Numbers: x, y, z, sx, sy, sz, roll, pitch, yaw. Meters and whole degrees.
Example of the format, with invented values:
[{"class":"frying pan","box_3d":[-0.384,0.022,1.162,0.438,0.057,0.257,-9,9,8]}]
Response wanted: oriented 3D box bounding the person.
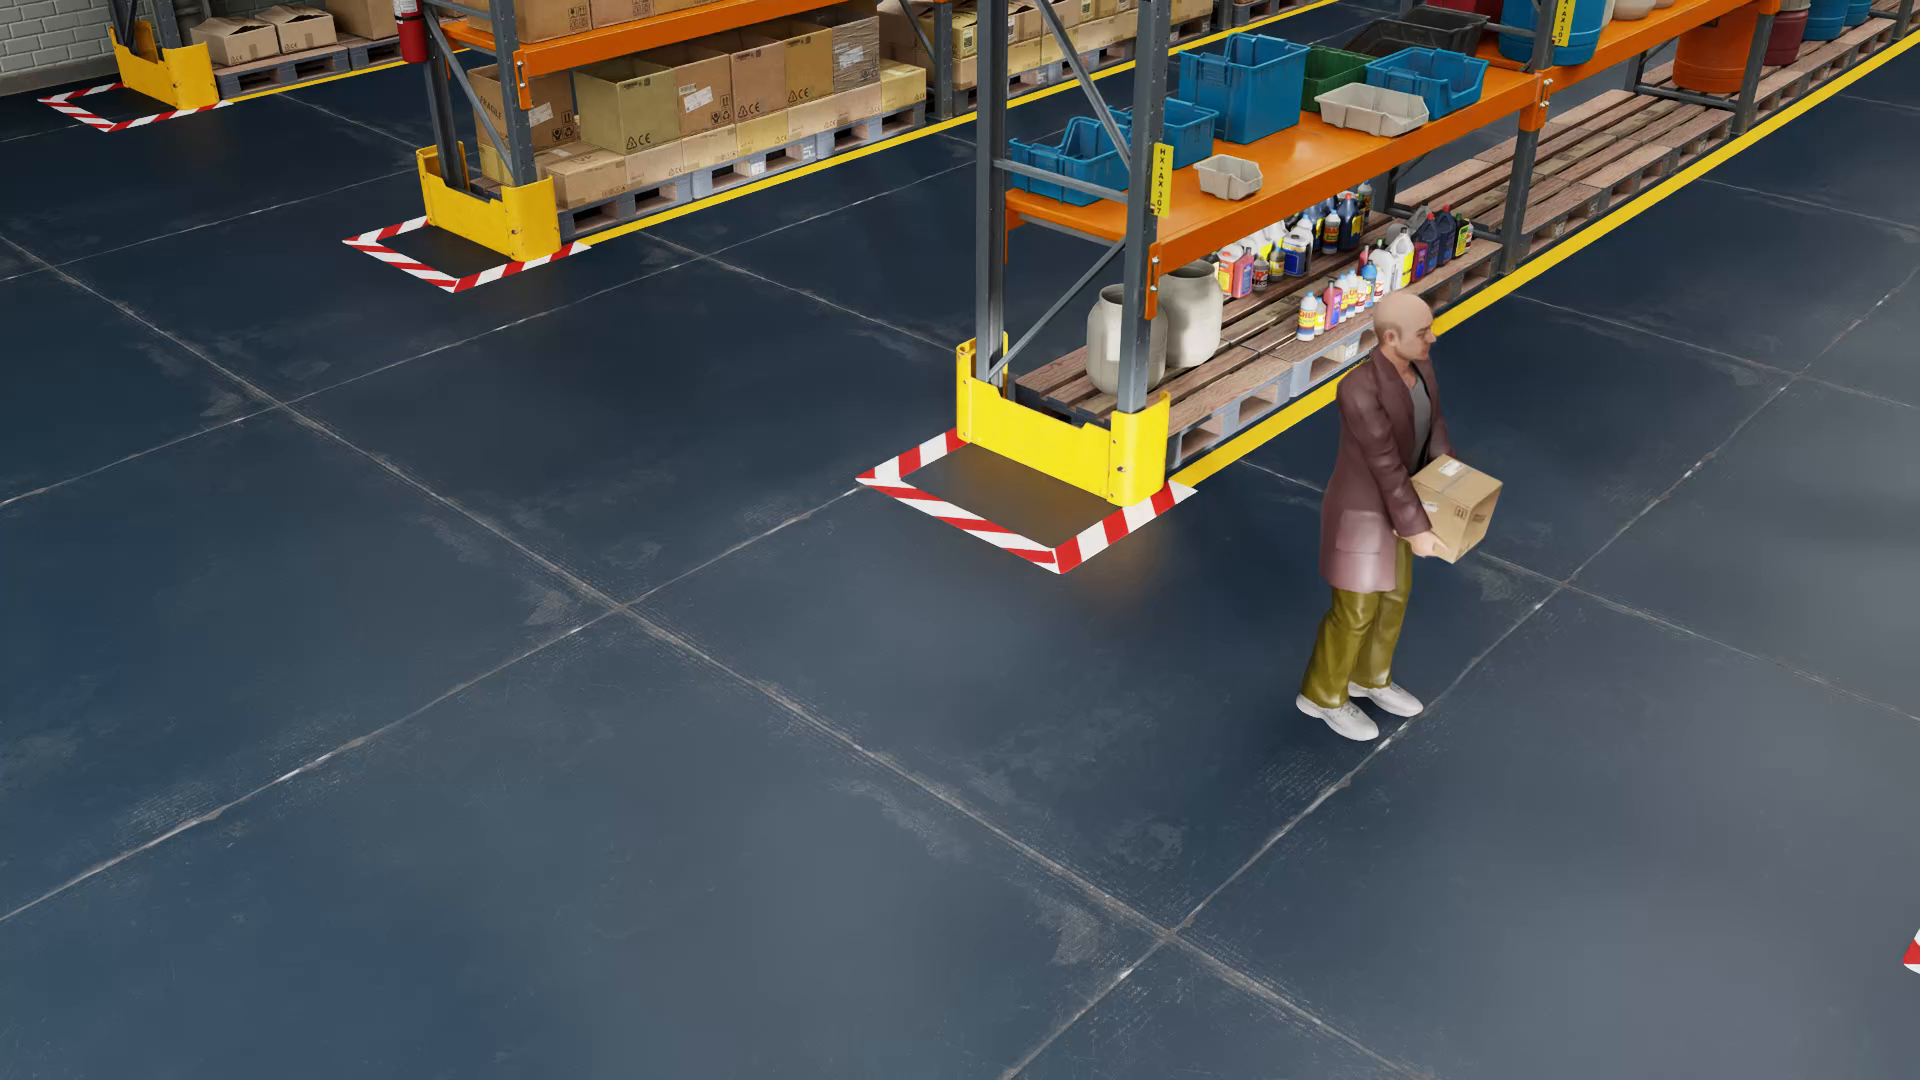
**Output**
[{"class":"person","box_3d":[1.651,-0.061,6.253,0.559,1.780,0.527,24,39,35]}]
